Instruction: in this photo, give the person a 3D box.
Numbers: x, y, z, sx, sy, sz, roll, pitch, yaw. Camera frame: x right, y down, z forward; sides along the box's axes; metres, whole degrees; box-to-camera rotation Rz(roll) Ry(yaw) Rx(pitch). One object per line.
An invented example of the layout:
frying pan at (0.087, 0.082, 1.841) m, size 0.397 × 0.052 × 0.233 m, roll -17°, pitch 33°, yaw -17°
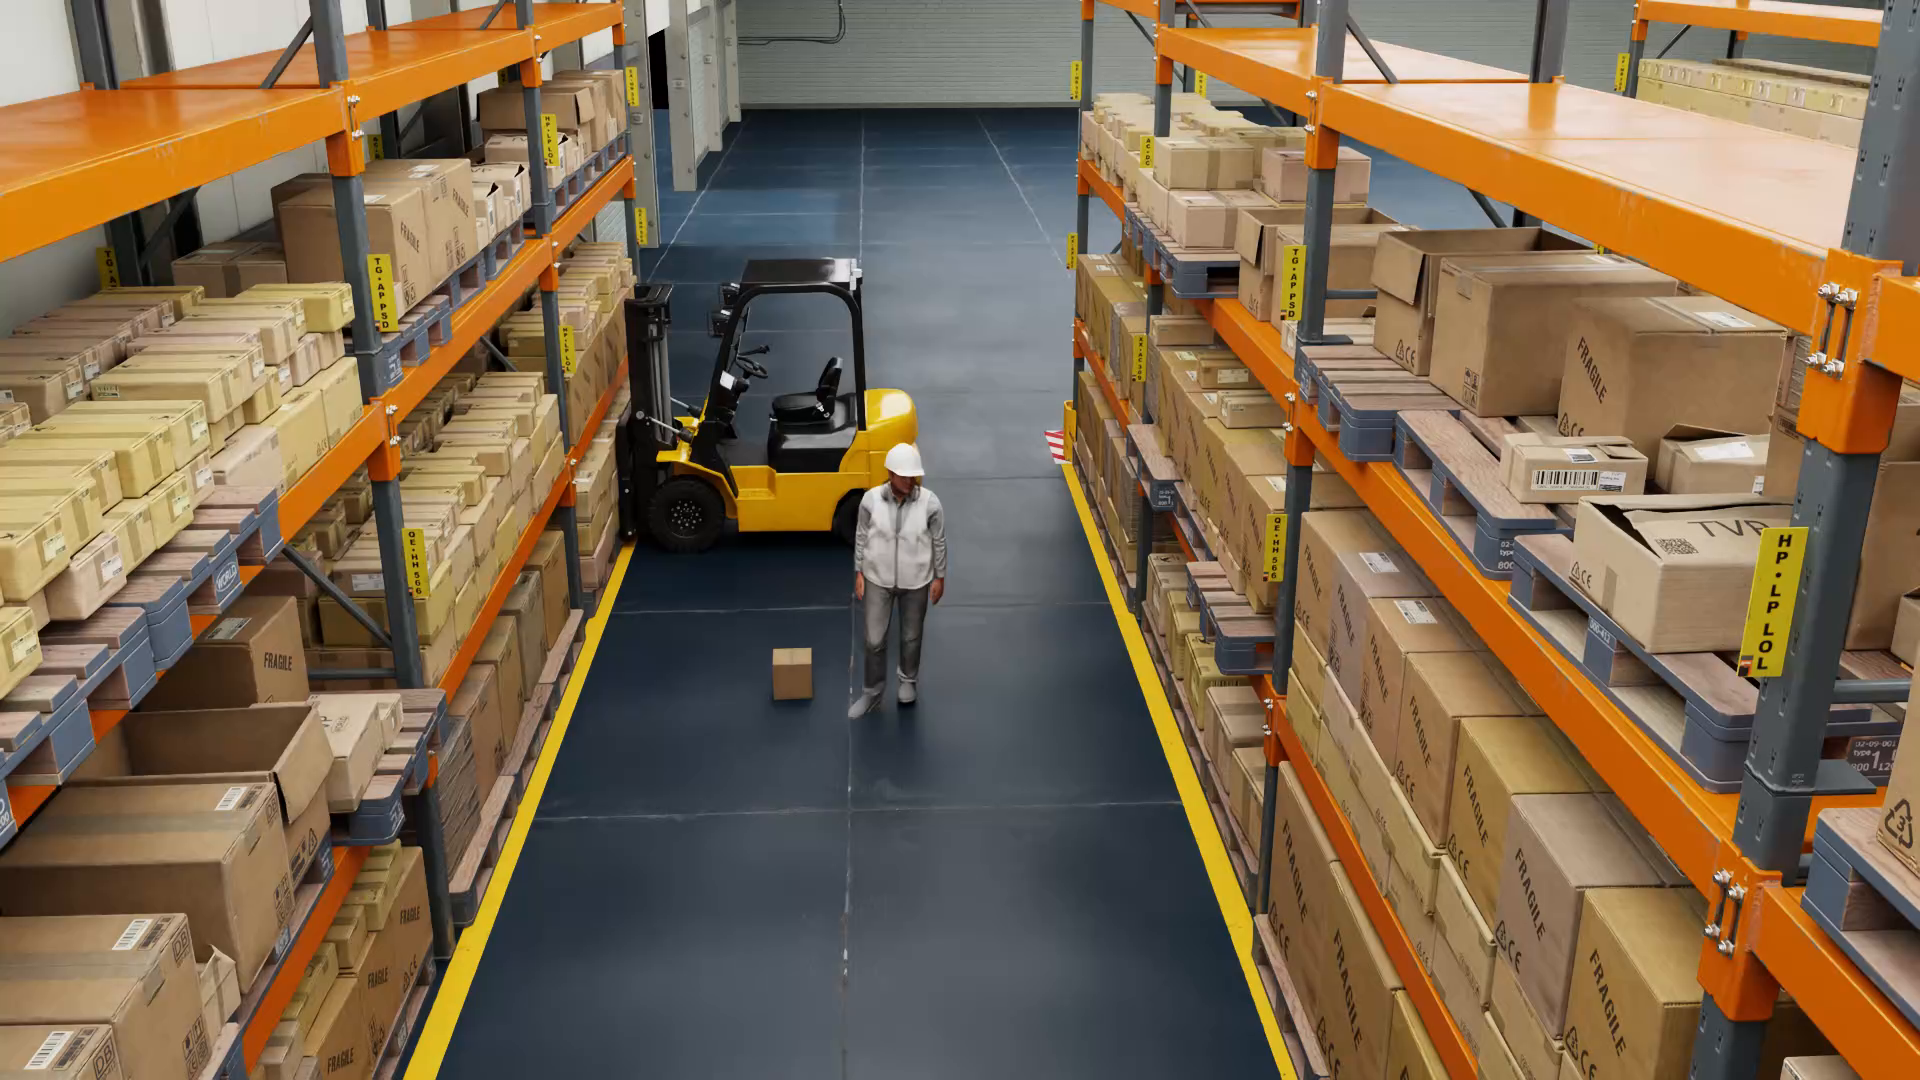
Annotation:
person at (-0.400, 0.247, 10.406) m, size 0.644 × 1.817 × 0.520 m, roll 0°, pitch 20°, yaw 0°
